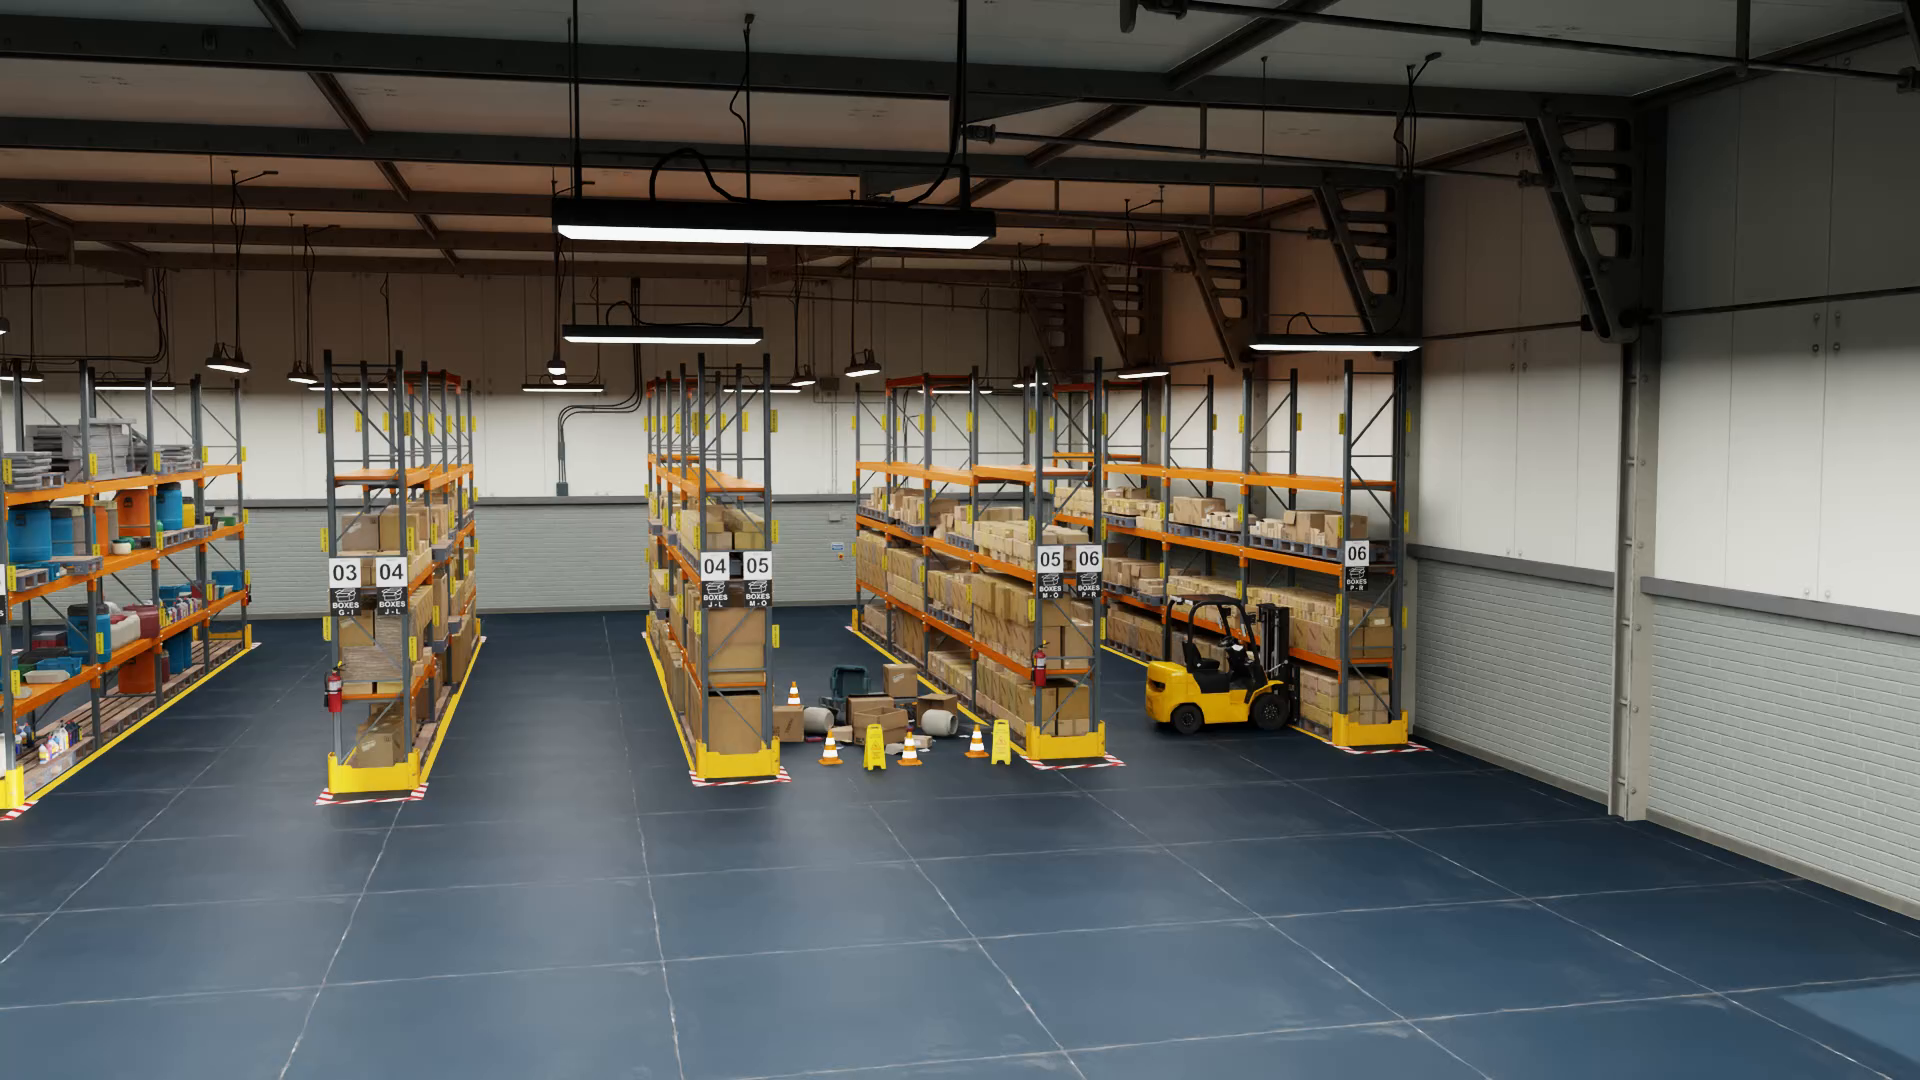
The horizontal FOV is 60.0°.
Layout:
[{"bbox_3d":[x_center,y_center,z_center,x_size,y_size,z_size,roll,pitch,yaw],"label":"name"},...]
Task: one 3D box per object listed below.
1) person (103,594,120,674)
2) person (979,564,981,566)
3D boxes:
[{"bbox_3d":[-17.182,1.854,33.305,0.673,1.682,0.669,0,4,-4],"label":"person"},{"bbox_3d":[0.463,1.321,40.082,0.472,1.790,0.603,2,4,25],"label":"person"}]
